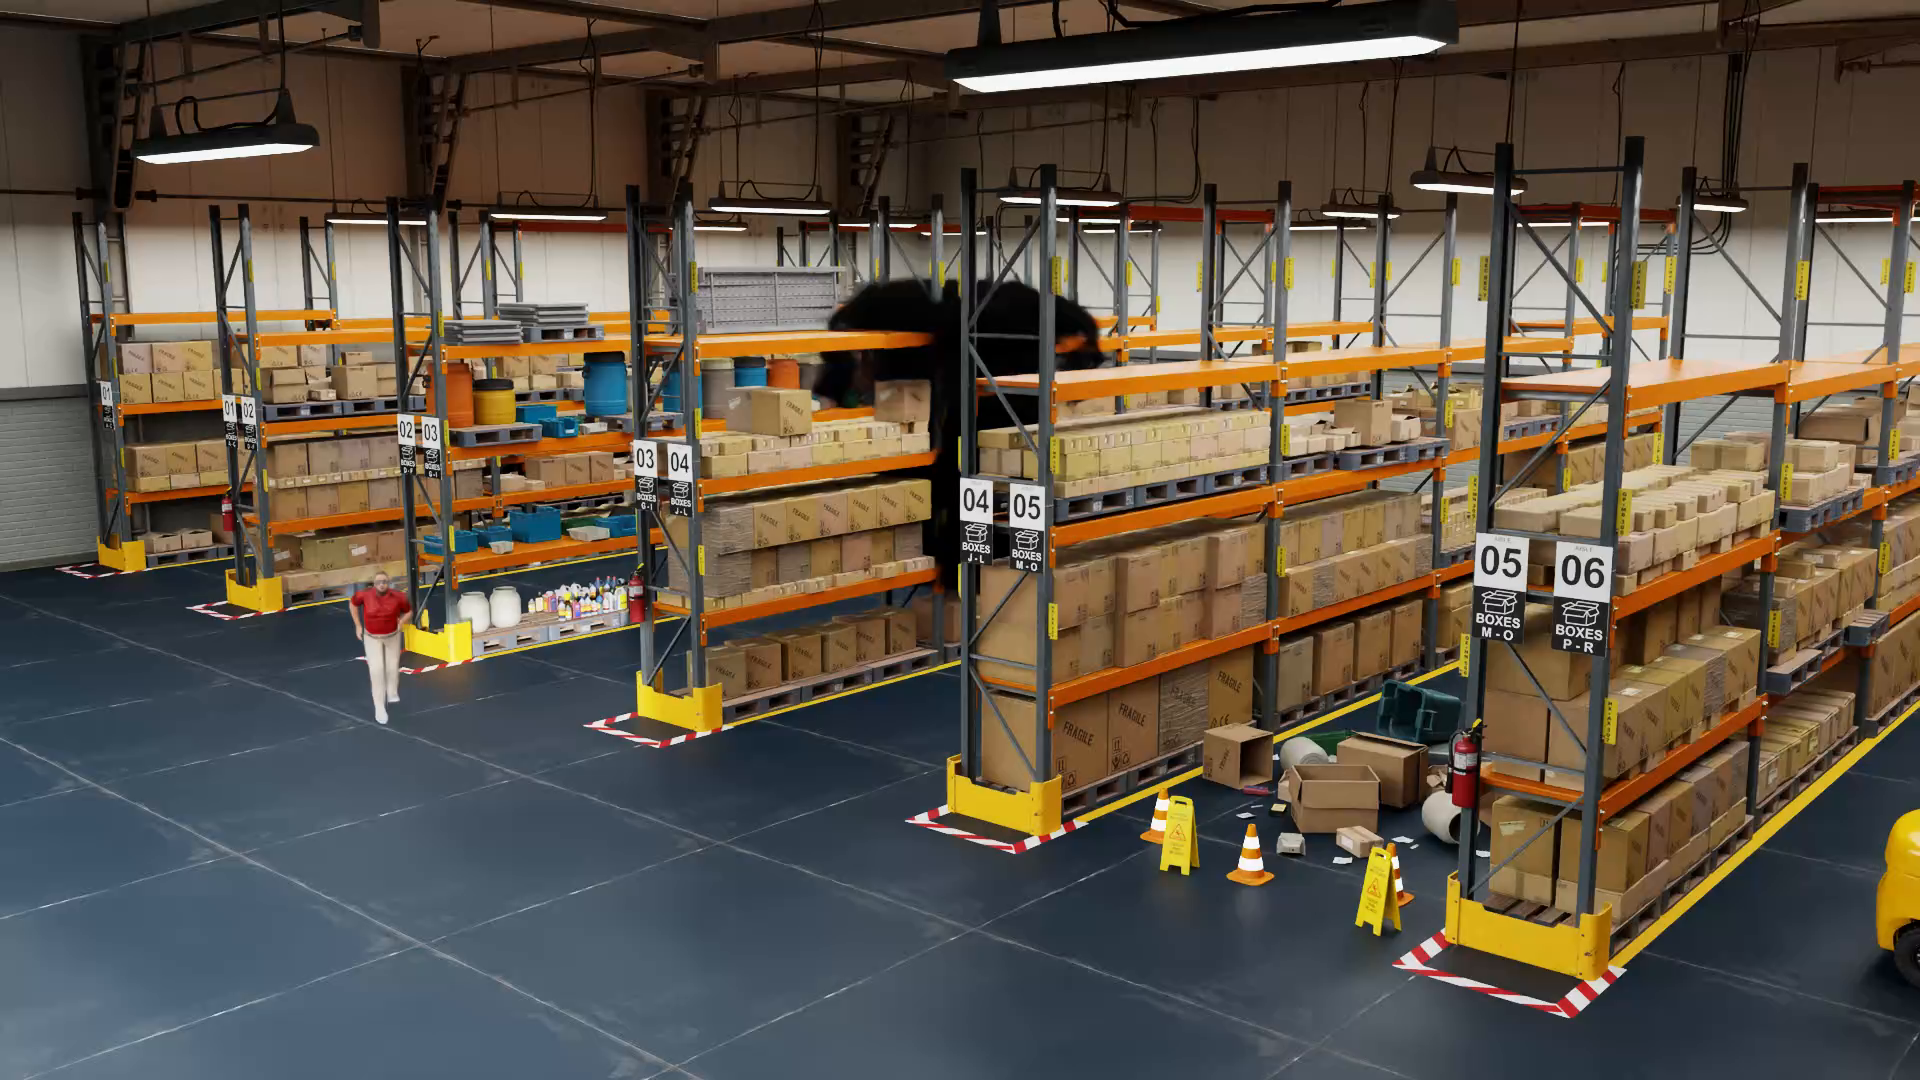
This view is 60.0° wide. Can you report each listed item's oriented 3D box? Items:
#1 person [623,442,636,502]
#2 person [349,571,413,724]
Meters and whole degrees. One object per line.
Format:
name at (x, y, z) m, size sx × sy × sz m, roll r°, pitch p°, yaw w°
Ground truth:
person at (-6.408, -1.120, 32.821) m, size 0.585 × 1.731 × 0.661 m, roll -9°, pitch 13°, yaw -43°
person at (-6.615, 1.173, 19.078) m, size 0.677 × 1.738 × 0.931 m, roll -4°, pitch 10°, yaw -22°
